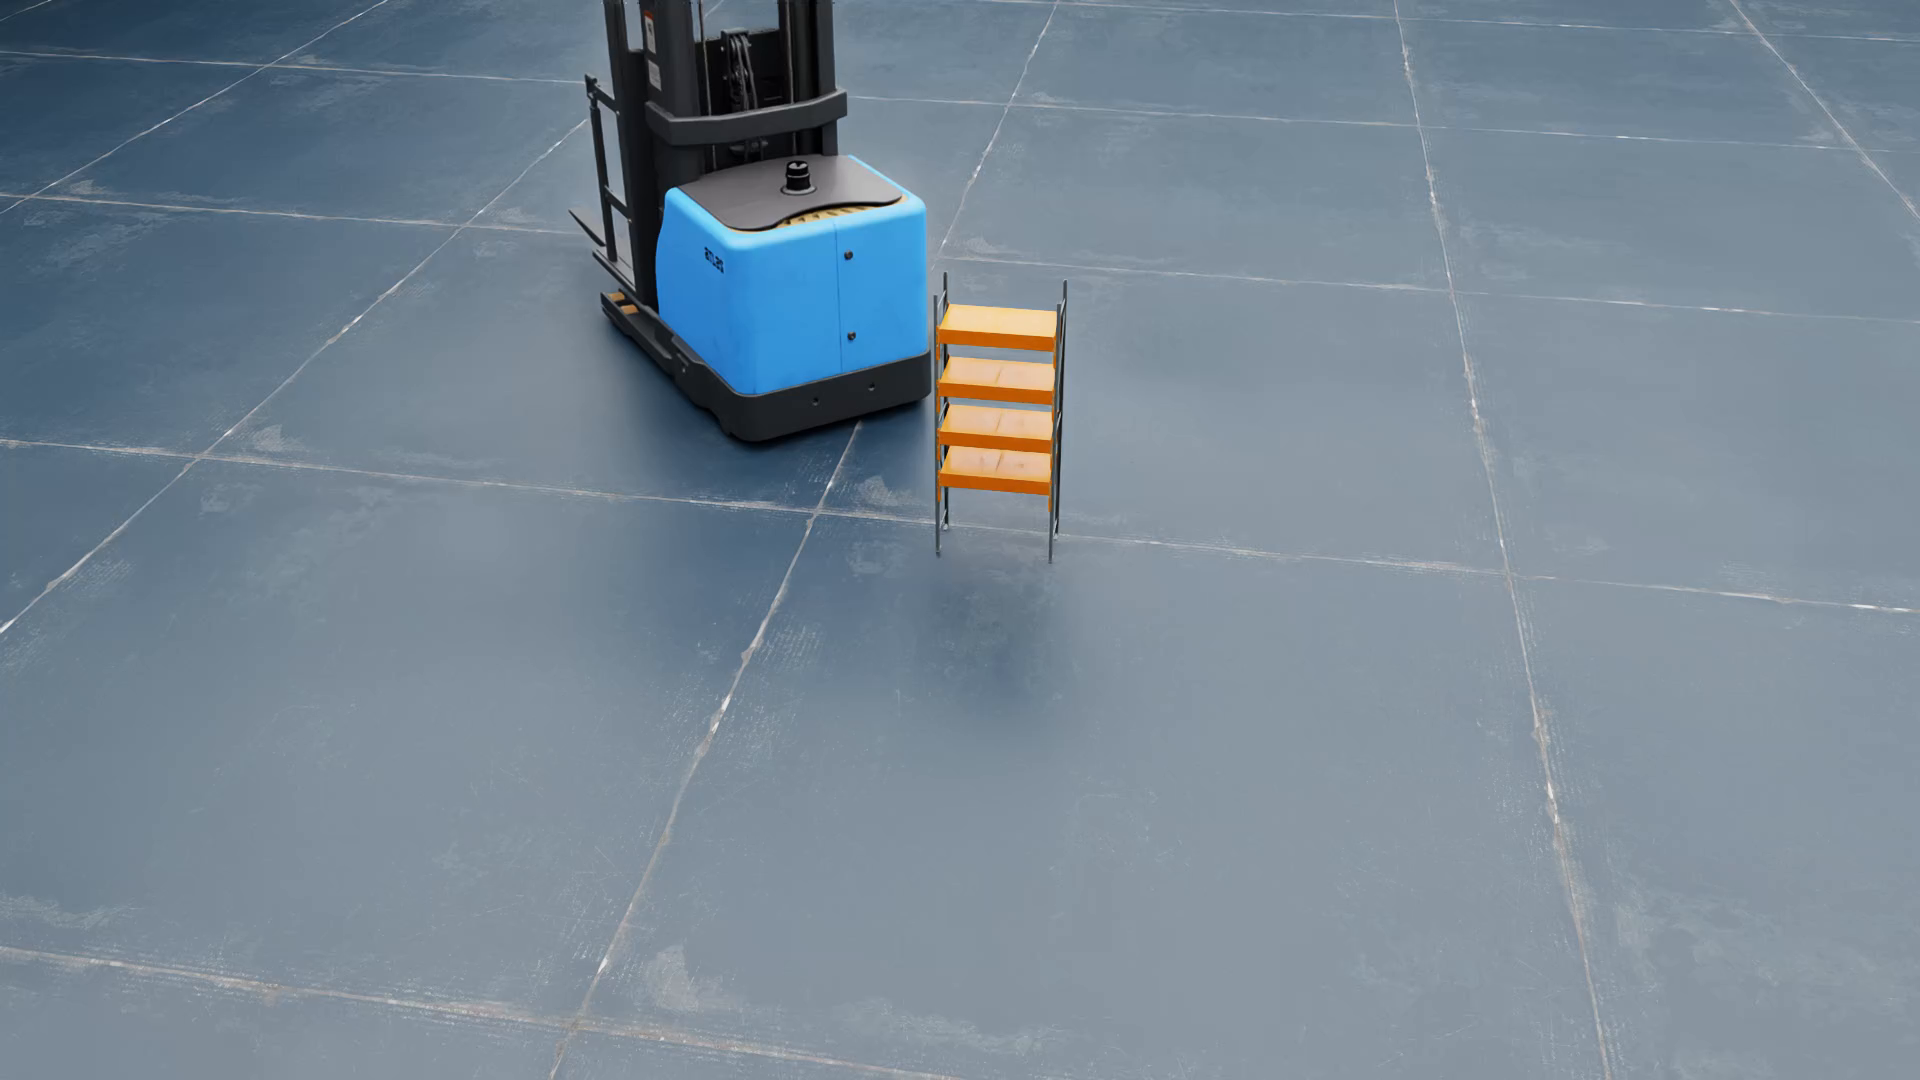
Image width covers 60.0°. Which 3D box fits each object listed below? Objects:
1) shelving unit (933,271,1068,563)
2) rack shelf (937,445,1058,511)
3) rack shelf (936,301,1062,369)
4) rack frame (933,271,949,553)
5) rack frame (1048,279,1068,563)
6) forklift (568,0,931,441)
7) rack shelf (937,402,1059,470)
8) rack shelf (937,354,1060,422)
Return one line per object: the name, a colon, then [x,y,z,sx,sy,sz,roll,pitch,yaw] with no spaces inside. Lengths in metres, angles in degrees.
shelving unit: [0.163,-0.494,6.908,0.503,1.200,0.258,5,32,8]
rack shelf: [0.163,-0.268,7.049,0.480,0.148,0.258,5,32,8]
rack shelf: [0.163,-0.827,6.700,0.480,0.148,0.258,5,32,8]
rack frame: [-0.077,-0.516,6.943,0.015,1.200,0.240,5,32,8]
rack frame: [0.404,-0.472,6.873,0.015,1.200,0.240,5,32,8]
forklift: [-1.317,-2.461,8.419,1.130,2.935,3.031,-17,36,-25]
rack shelf: [0.163,-0.437,6.944,0.480,0.148,0.258,5,32,8]
rack shelf: [0.163,-0.626,6.825,0.480,0.148,0.258,5,32,8]
